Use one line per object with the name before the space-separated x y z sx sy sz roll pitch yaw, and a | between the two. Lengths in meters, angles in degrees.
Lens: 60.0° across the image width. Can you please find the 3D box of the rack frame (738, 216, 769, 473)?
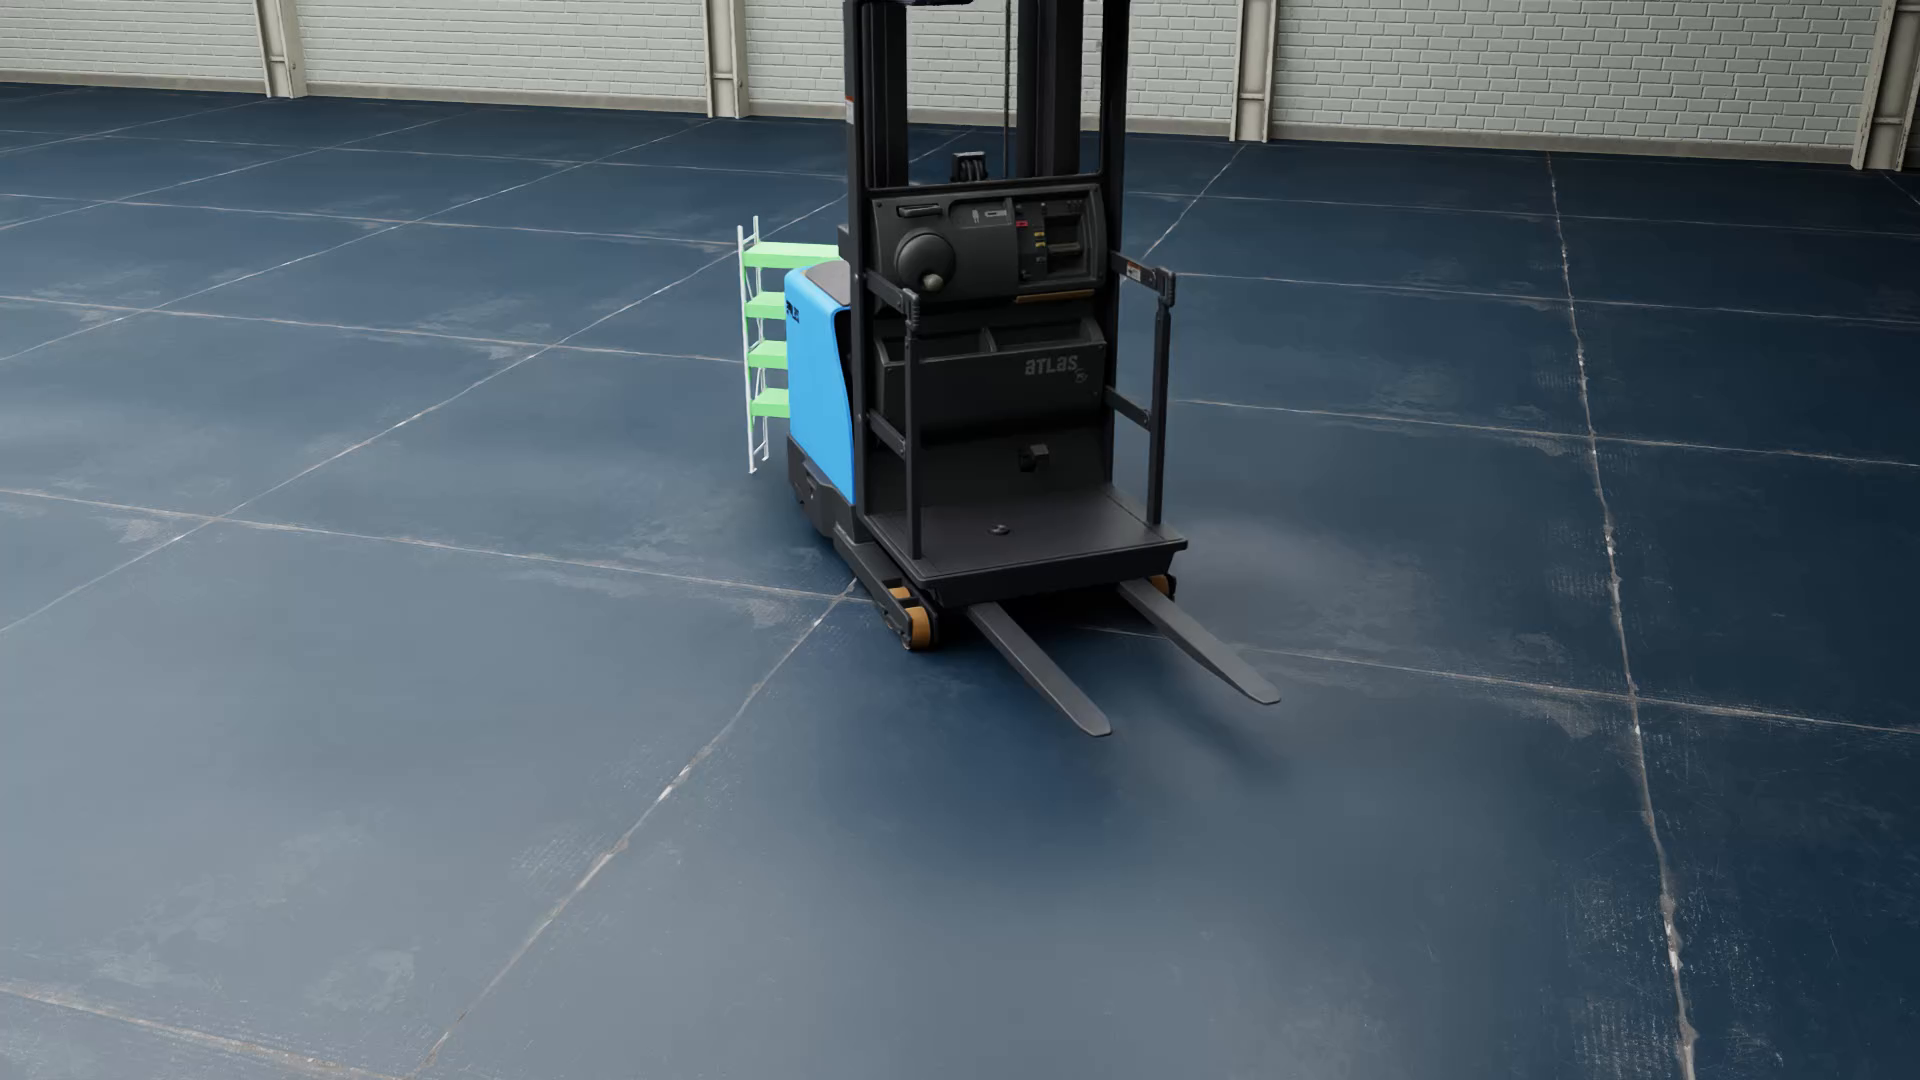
rack frame | -0.983 -0.923 7.939 0.015 1.200 0.240 5 23 11

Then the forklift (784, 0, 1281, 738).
forklift | 0.198 -1.119 6.137 1.130 2.935 3.031 -8 24 -19

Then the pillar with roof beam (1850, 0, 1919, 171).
pillar with roof beam | 7.574 -6.186 10.494 0.400 9.000 9.100 7 23 16

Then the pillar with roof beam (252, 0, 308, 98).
pillar with roof beam | -9.658 -8.159 15.304 0.400 9.000 9.100 7 23 16

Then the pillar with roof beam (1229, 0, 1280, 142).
pillar with roof beam | 1.830 -6.844 12.097 0.400 9.000 9.100 7 23 16

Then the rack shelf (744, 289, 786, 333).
rack shelf | -0.745 -1.066 7.824 0.480 0.148 0.258 5 23 11

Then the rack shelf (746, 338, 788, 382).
rack shelf | -0.745 -0.844 7.915 0.480 0.148 0.258 5 23 11

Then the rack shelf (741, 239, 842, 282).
rack shelf | -0.745 -1.288 7.733 0.480 0.148 0.258 5 23 11

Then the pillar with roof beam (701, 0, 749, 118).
pillar with roof beam | -3.914 -7.502 13.701 0.400 9.000 9.100 7 23 16

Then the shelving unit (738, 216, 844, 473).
shelving unit | -0.745 -0.903 7.891 0.503 1.200 0.258 5 23 11

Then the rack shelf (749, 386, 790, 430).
rack shelf | -0.745 -0.622 8.006 0.480 0.148 0.258 5 23 11
